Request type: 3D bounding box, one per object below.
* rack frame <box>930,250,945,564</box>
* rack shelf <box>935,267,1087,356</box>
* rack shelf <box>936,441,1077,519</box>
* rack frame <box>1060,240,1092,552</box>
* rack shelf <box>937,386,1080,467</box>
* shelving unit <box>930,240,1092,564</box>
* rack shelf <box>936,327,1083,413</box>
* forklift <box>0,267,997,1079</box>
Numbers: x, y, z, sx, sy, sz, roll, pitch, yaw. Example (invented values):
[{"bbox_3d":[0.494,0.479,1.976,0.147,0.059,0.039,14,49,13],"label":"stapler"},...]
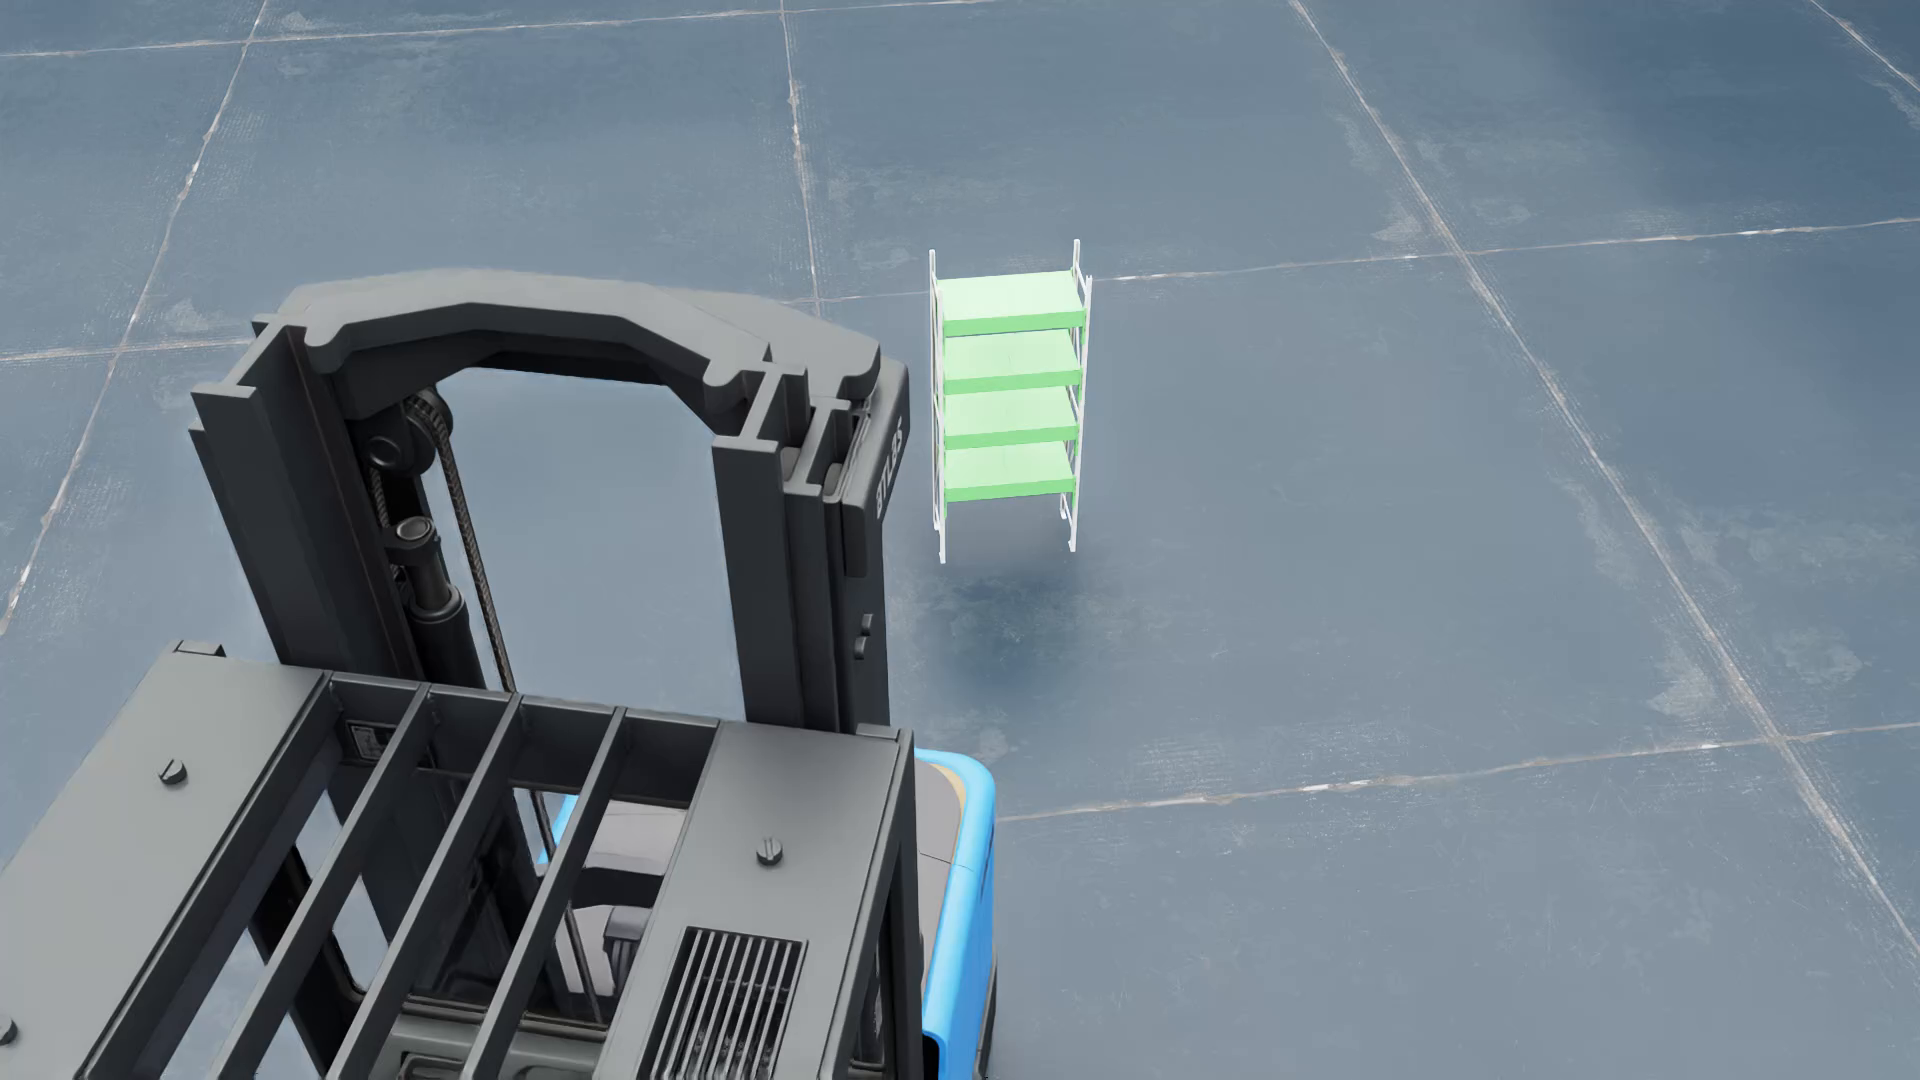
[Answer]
[{"bbox_3d":[-0.078,-0.439,5.841,0.015,1.200,0.240,-5,42,-6],"label":"rack frame"},{"bbox_3d":[0.164,-0.769,5.585,0.480,0.148,0.258,-5,42,-6],"label":"rack shelf"},{"bbox_3d":[0.164,-0.234,6.068,0.480,0.148,0.258,-5,42,-6],"label":"rack shelf"},{"bbox_3d":[0.406,-0.481,5.888,0.015,1.200,0.240,-5,42,-6],"label":"rack frame"},{"bbox_3d":[0.164,-0.412,5.907,0.480,0.148,0.258,-5,42,-6],"label":"rack shelf"},{"bbox_3d":[0.164,-0.460,5.864,0.503,1.200,0.258,-5,42,-6],"label":"shelving unit"},{"bbox_3d":[0.164,-0.591,5.746,0.480,0.148,0.258,-5,42,-6],"label":"rack shelf"},{"bbox_3d":[-0.645,1.163,2.773,1.130,2.935,3.031,6,42,7],"label":"forklift"}]
